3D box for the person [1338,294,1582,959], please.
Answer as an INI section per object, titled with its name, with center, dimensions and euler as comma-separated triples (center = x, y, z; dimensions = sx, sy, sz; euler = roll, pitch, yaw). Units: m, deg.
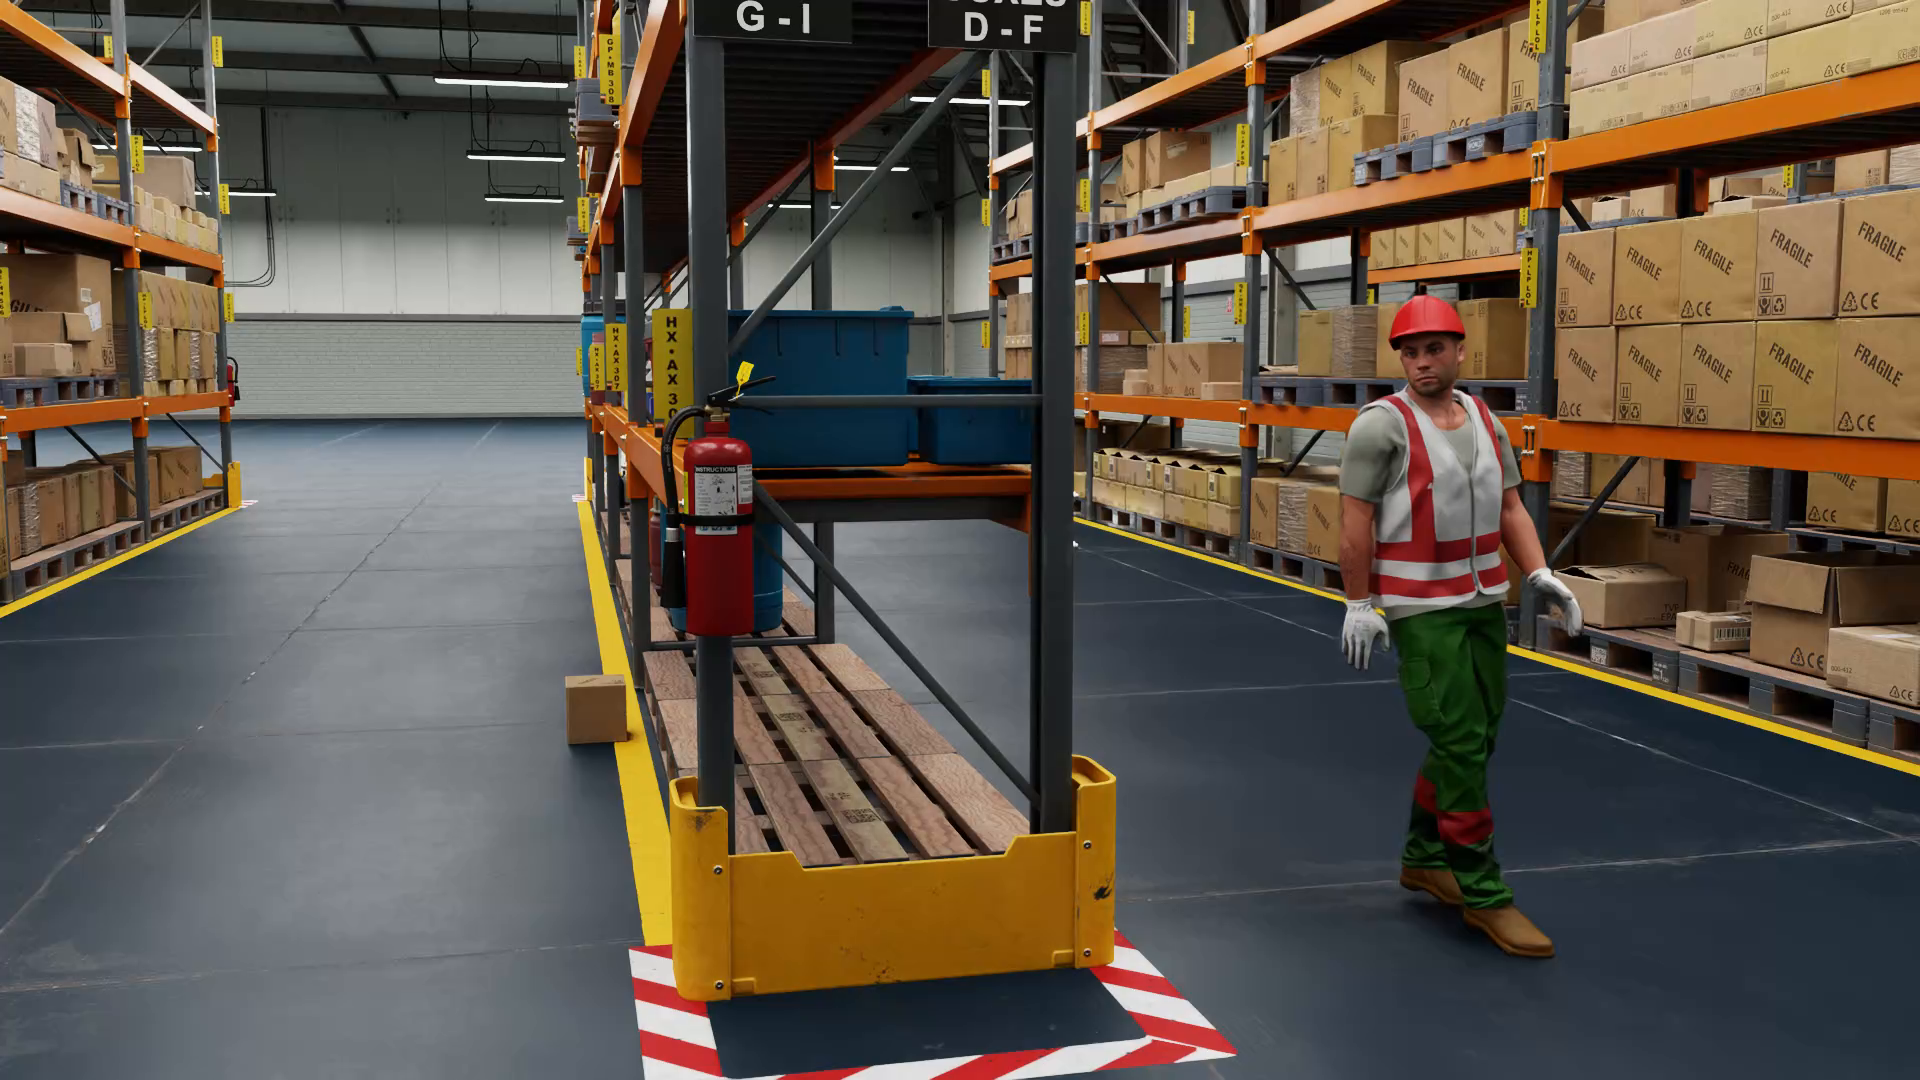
[person]
center = 1.410, 0.218, 4.641
dimensions = 0.553, 1.799, 0.602
euler = -3, 7, -29
